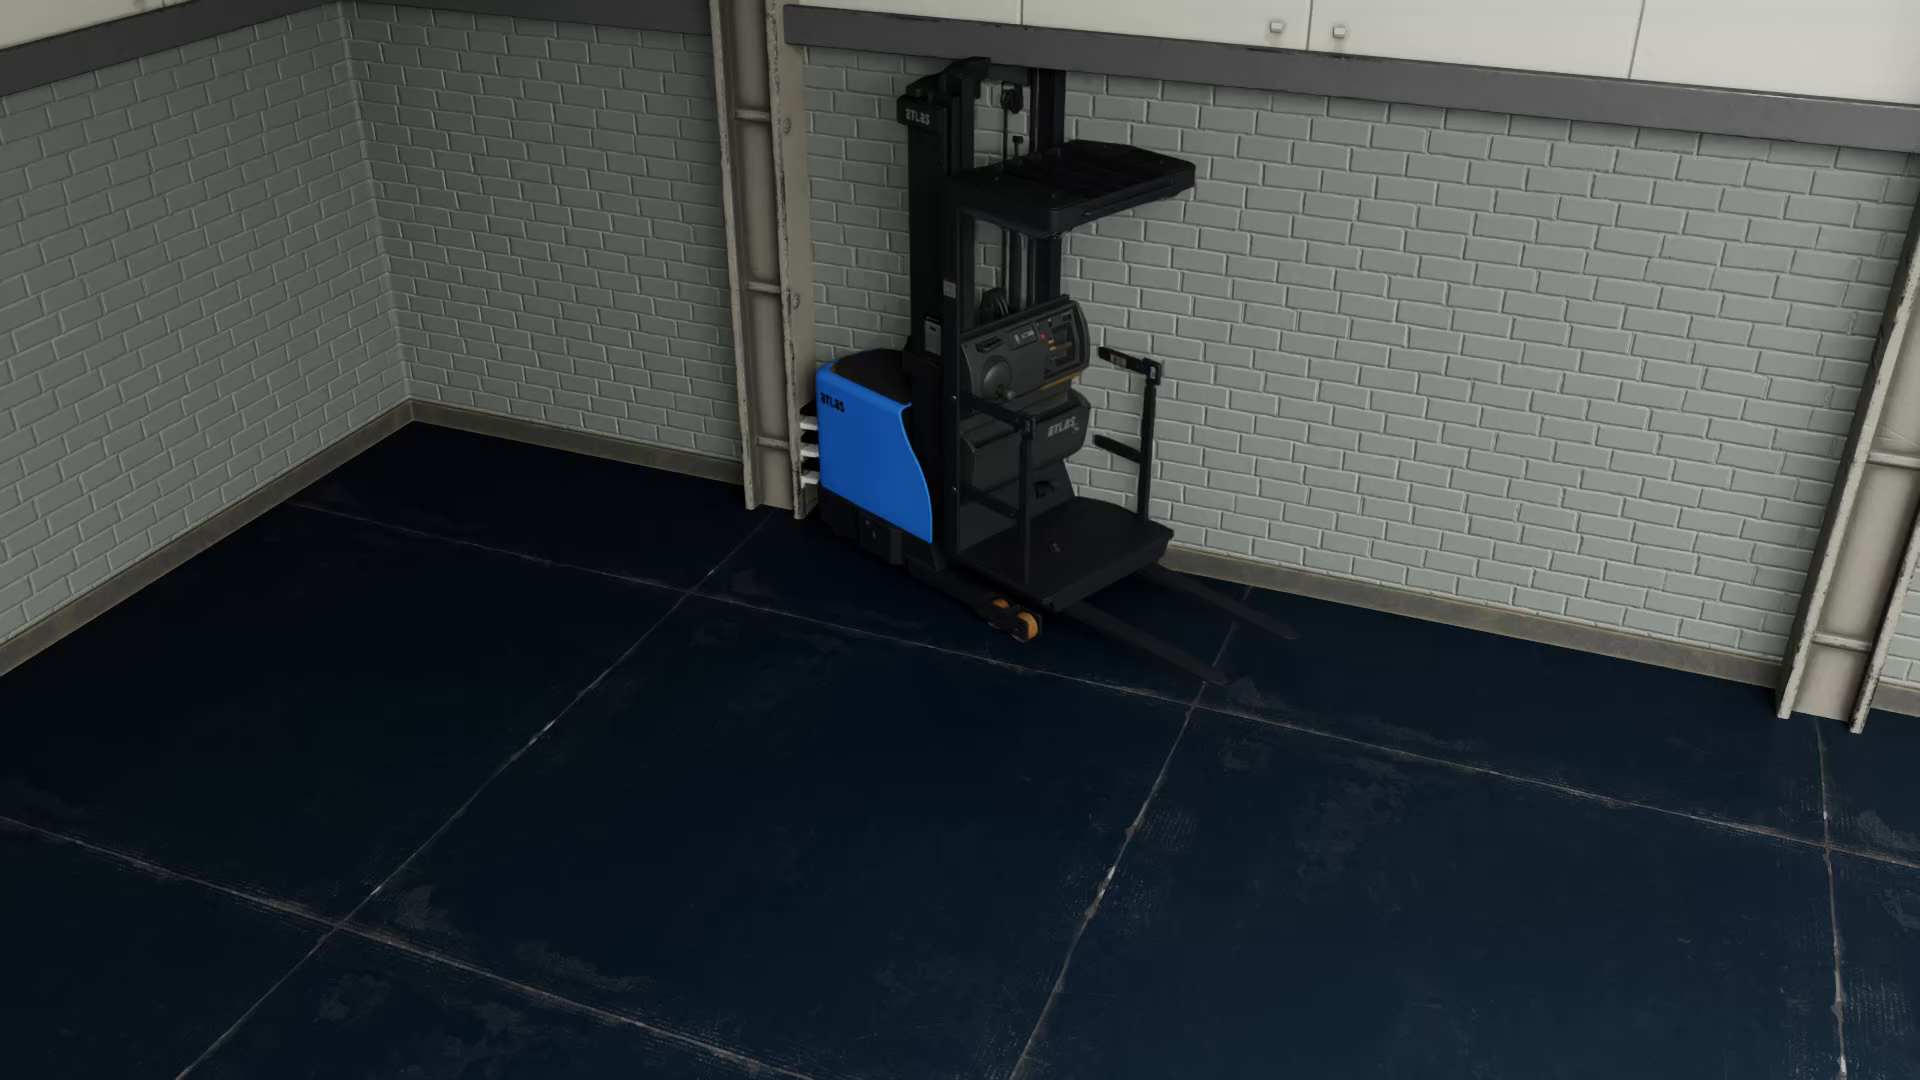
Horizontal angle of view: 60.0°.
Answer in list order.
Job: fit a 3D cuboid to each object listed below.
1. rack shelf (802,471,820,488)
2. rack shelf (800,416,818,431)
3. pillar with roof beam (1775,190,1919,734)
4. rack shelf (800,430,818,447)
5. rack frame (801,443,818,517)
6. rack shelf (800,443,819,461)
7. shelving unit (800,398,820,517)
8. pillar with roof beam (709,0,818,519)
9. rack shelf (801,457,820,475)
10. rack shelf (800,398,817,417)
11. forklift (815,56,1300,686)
[{"bbox_3d":[-0.833,-0.389,10.342,0.200,0.077,0.258,10,28,23],"label":"rack shelf"},{"bbox_3d":[-0.843,-0.714,10.188,0.200,0.077,0.258,10,28,23],"label":"rack shelf"},{"bbox_3d":[2.823,-1.079,2.925,0.400,9.000,9.100,11,31,19],"label":"pillar with roof beam"},{"bbox_3d":[-0.840,-0.633,10.227,0.200,0.077,0.258,10,28,23],"label":"rack shelf"},{"bbox_3d":[-0.931,-0.598,10.290,0.006,0.900,0.240,10,28,23],"label":"rack frame"},{"bbox_3d":[-0.838,-0.552,10.265,0.200,0.077,0.258,10,28,23],"label":"rack shelf"},{"bbox_3d":[-0.839,-0.582,10.251,0.210,0.900,0.258,10,28,23],"label":"shelving unit"},{"bbox_3d":[-2.737,-2.189,4.889,0.400,9.000,9.100,11,31,19],"label":"pillar with roof beam"},{"bbox_3d":[-0.835,-0.471,10.304,0.200,0.077,0.258,10,28,23],"label":"rack shelf"},{"bbox_3d":[-0.845,-0.796,10.149,0.200,0.077,0.258,10,28,23],"label":"rack shelf"},{"bbox_3d":[0.514,-0.999,8.950,1.130,2.935,3.031,-25,38,-37],"label":"forklift"}]
